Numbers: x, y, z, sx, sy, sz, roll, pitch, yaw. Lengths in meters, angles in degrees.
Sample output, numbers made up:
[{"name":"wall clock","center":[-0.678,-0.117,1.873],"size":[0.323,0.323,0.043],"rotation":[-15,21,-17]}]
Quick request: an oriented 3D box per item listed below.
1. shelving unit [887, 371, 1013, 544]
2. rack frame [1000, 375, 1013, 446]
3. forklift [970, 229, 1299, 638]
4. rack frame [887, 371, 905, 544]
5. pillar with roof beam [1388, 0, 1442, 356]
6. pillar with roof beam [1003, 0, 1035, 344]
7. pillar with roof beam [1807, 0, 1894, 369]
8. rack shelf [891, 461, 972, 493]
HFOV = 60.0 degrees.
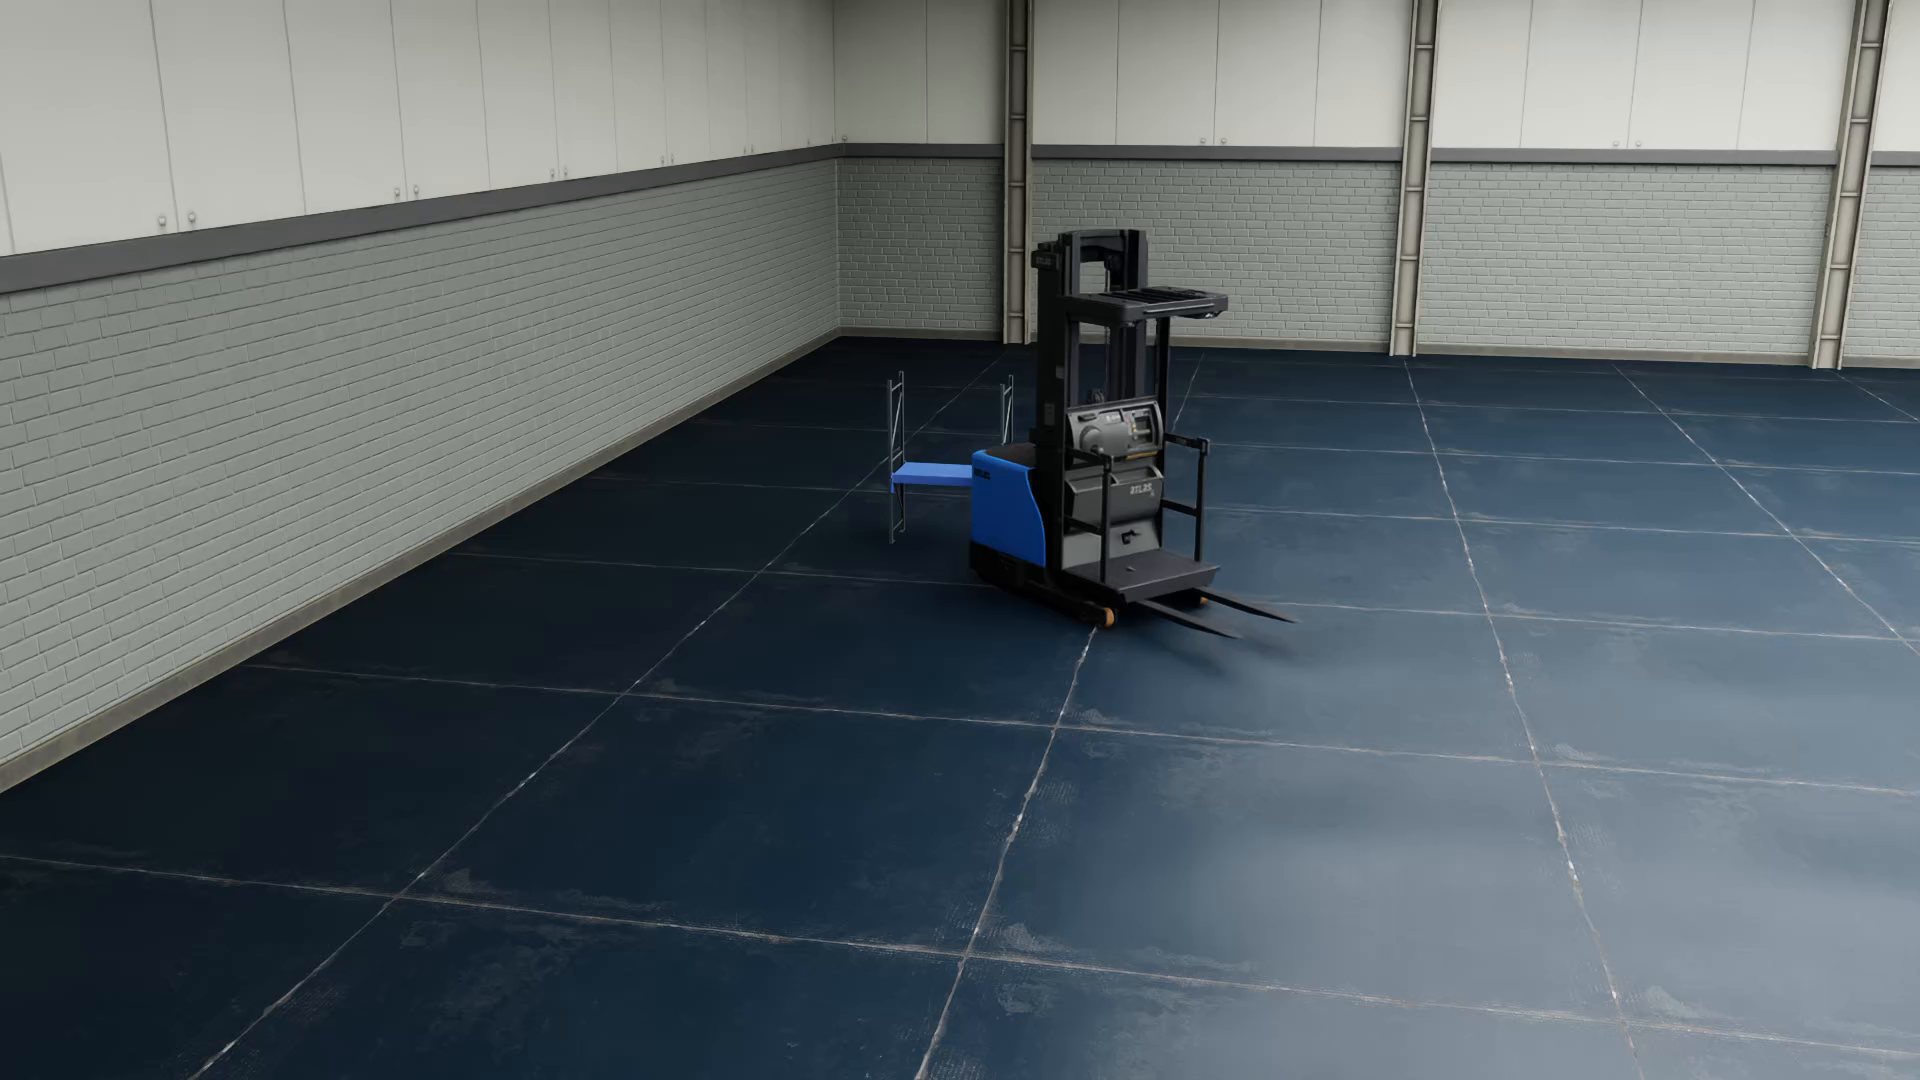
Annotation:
[{"name":"shelving unit","center":[-0.084,-0.727,15.066],"size":[1.048,1.500,0.538],"rotation":[3,16,11]},{"name":"rack frame","center":[0.415,-0.700,14.969],"size":[0.032,1.500,0.500],"rotation":[3,16,11]},{"name":"forklift","center":[1.351,-0.878,12.931],"size":[1.130,2.935,3.031],"rotation":[-11,19,-34]},{"name":"rack frame","center":[-0.582,-0.754,15.164],"size":[0.032,1.500,0.500],"rotation":[3,16,11]},{"name":"pillar with roof beam","center":[5.936,-6.065,20.289],"size":[0.400,9.000,9.100],"rotation":[3,16,11]},{"name":"pillar with roof beam","center":[0.056,-6.384,21.441],"size":[0.400,9.000,9.100],"rotation":[3,16,11]},{"name":"pillar with roof beam","center":[11.816,-5.746,19.137],"size":[0.400,9.000,9.100],"rotation":[3,16,11]},{"name":"rack shelf","center":[-0.084,-0.554,15.114],"size":[1.000,0.185,0.538],"rotation":[3,16,11]}]
